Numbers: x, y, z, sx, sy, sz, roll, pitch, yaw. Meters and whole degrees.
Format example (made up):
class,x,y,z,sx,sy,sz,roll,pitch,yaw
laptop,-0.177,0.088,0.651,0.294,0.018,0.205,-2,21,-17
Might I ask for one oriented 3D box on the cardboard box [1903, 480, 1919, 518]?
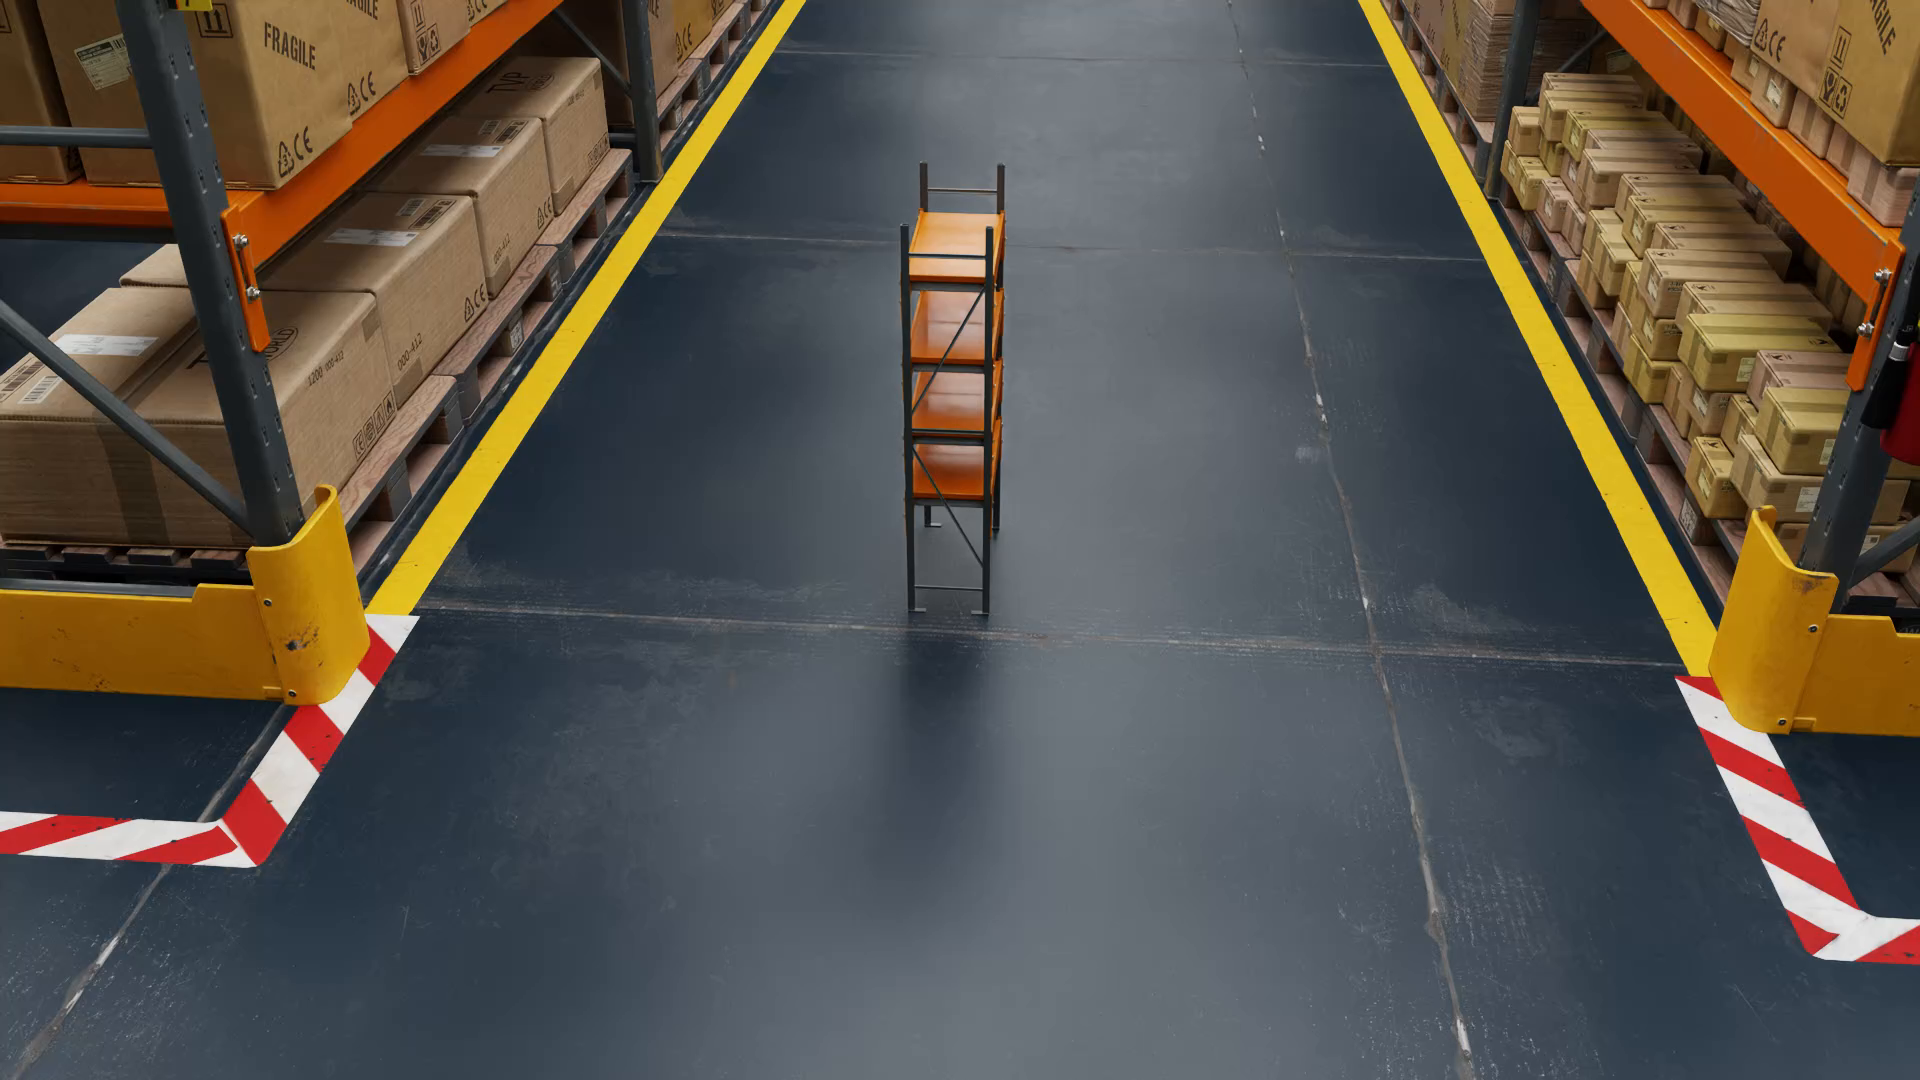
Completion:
class,x,y,z,sx,sy,sz,roll,pitch,yaw
cardboard box,2.967,-0.158,4.964,0.380,0.149,0.250,2,32,4

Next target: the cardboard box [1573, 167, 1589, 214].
class,x,y,z,sx,sy,sz,roll,pitch,yaw
cardboard box,2.703,-1.393,6.685,0.380,0.149,0.250,1,32,1

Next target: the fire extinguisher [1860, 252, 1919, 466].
class,x,y,z,sx,sy,sz,roll,pitch,yaw
fire extinguisher,2.185,-0.488,3.612,0.296,0.674,0.183,2,32,4

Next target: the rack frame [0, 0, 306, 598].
class,x,y,z,sx,sy,sz,roll,pitch,yaw
rack frame,-2.276,-0.950,3.933,1.000,3.000,0.127,2,32,4

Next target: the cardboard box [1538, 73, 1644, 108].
class,x,y,z,sx,sy,sz,roll,pitch,yaw
cardboard box,2.757,-1.930,7.273,0.380,0.149,0.250,4,32,6

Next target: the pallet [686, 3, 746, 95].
class,x,y,z,sx,sy,sz,roll,pitch,yaw
pallet,-1.866,-2.901,9.756,1.003,0.211,1.213,2,32,4

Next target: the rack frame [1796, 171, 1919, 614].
class,x,y,z,sx,sy,sz,roll,pitch,yaw
rack frame,2.665,-0.792,3.676,1.000,3.000,0.127,2,32,4

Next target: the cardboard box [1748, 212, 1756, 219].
class,x,y,z,sx,sy,sz,roll,pitch,yaw
cardboard box,3.107,-1.114,6.232,0.380,0.149,0.250,1,32,2

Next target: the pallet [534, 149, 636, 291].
class,x,y,z,sx,sy,sz,roll,pitch,yaw
pallet,-2.091,-1.461,7.419,1.003,0.211,1.213,2,32,4

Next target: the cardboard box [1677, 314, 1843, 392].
class,x,y,z,sx,sy,sz,roll,pitch,yaw
cardboard box,2.428,-0.568,5.062,0.380,0.149,0.250,2,32,3

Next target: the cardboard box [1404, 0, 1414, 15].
class,x,y,z,sx,sy,sz,roll,pitch,yaw
cardboard box,2.967,-3.468,10.000,0.500,0.500,0.500,3,32,5

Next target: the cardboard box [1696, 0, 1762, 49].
class,x,y,z,sx,sy,sz,roll,pitch,yaw
cardboard box,2.524,-1.742,4.838,0.500,0.500,0.500,3,32,4

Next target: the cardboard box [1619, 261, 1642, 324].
class,x,y,z,sx,sy,sz,roll,pitch,yaw
cardboard box,2.533,-0.848,5.801,0.380,0.149,0.250,4,32,6

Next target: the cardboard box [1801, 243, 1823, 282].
class,x,y,z,sx,sy,sz,roll,pitch,yaw
cardboard box,3.134,-0.959,5.696,0.380,0.149,0.250,3,32,5

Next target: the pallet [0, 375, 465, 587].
class,x,y,z,sx,sy,sz,roll,pitch,yaw
pallet,-2.289,-0.185,5.349,1.003,0.211,1.213,2,32,4

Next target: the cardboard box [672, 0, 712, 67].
class,x,y,z,sx,sy,sz,roll,pitch,yaw
cardboard box,-1.914,-3.116,9.073,0.875,0.875,0.875,3,32,5

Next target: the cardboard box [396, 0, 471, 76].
class,x,y,z,sx,sy,sz,roll,pitch,yaw
cardboard box,-1.878,-1.763,5.156,0.500,0.500,0.500,2,32,4

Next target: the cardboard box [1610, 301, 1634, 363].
class,x,y,z,sx,sy,sz,roll,pitch,yaw
cardboard box,2.535,-0.722,5.880,0.380,0.149,0.250,3,32,5

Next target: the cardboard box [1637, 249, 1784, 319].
class,x,y,z,sx,sy,sz,roll,pitch,yaw
cardboard box,2.479,-0.843,5.509,0.380,0.149,0.250,4,32,6

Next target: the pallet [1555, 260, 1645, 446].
class,x,y,z,sx,sy,sz,roll,pitch,yaw
pallet,2.875,-0.704,6.191,1.003,0.211,1.213,2,32,4

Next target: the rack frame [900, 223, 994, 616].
class,x,y,z,sx,sy,sz,roll,pitch,yaw
rack frame,-0.033,-0.297,4.588,0.240,1.200,0.015,2,32,4

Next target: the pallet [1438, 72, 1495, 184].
class,x,y,z,sx,sy,sz,roll,pitch,yaw
pallet,3.053,-2.103,8.462,1.003,0.211,1.213,2,32,4

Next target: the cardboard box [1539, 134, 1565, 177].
class,x,y,z,sx,sy,sz,roll,pitch,yaw
cardboard box,2.711,-1.663,7.123,0.380,0.149,0.250,3,32,4

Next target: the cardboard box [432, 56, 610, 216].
class,x,y,z,sx,sy,sz,roll,pitch,yaw
cardboard box,-2.109,-1.806,7.364,0.875,0.438,0.875,2,32,3

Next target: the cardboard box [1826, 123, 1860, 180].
class,x,y,z,sx,sy,sz,roll,pitch,yaw
cardboard box,2.468,-0.996,4.246,0.380,0.149,0.250,2,32,4

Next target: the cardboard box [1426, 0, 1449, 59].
class,x,y,z,sx,sy,sz,roll,pitch,yaw
cardboard box,2.888,-2.932,9.131,0.500,0.500,0.500,2,32,3

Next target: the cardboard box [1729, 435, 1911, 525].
class,x,y,z,sx,sy,sz,roll,pitch,yaw
cardboard box,2.424,-0.172,4.703,0.380,0.149,0.250,2,32,3

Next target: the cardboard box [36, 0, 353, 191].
class,x,y,z,sx,sy,sz,roll,pitch,yaw
cardboard box,-1.951,-1.232,4.294,0.500,0.500,0.500,2,32,4

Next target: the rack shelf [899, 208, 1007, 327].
class,x,y,z,sx,sy,sz,roll,pitch,yaw
rack shelf,-0.013,-0.759,4.589,0.258,0.148,0.480,2,32,4

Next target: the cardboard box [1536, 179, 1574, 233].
class,x,y,z,sx,sy,sz,roll,pitch,yaw
cardboard box,2.651,-1.400,6.980,0.380,0.149,0.250,2,32,4

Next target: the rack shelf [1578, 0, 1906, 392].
class,x,y,z,sx,sy,sz,roll,pitch,yaw
rack shelf,2.828,-1.531,5.561,1.077,0.370,4.000,2,32,4

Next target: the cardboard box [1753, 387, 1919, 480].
class,x,y,z,sx,sy,sz,roll,pitch,yaw
cardboard box,2.456,-0.298,4.624,0.380,0.149,0.250,3,32,5

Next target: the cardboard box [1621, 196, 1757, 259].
class,x,y,z,sx,sy,sz,roll,pitch,yaw
cardboard box,2.604,-1.114,5.949,0.380,0.149,0.250,3,32,4

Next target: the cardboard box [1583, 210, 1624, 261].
class,x,y,z,sx,sy,sz,roll,pitch,yaw
cardboard box,2.573,-1.121,6.243,0.380,0.149,0.250,2,32,4

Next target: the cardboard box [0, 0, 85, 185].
class,x,y,z,sx,sy,sz,roll,pitch,yaw
cardboard box,-2.501,-1.256,4.334,0.500,0.500,0.500,3,32,4

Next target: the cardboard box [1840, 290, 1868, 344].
class,x,y,z,sx,sy,sz,roll,pitch,yaw
cardboard box,3.035,-0.678,5.242,0.380,0.149,0.250,1,32,2

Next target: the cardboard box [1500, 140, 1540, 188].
class,x,y,z,sx,sy,sz,roll,pitch,yaw
cardboard box,2.641,-1.672,7.421,0.380,0.149,0.250,1,32,2

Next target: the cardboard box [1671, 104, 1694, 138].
class,x,y,z,sx,sy,sz,roll,pitch,yaw
cardboard box,3.240,-1.769,7.012,0.380,0.149,0.250,3,32,5

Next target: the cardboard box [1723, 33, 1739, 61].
class,x,y,z,sx,sy,sz,roll,pitch,yaw
cardboard box,2.603,-1.537,5.125,0.380,0.149,0.250,1,32,2

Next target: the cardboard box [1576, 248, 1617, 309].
class,x,y,z,sx,sy,sz,roll,pitch,yaw
cardboard box,2.576,-0.992,6.317,0.380,0.149,0.250,2,32,3

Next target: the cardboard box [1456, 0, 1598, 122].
class,x,y,z,sx,sy,sz,roll,pitch,yaw
cardboard box,2.800,-2.396,8.261,0.500,0.500,0.500,2,32,3

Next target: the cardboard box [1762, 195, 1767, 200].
class,x,y,z,sx,sy,sz,roll,pitch,yaw
cardboard box,3.189,-1.219,6.120,0.380,0.149,0.250,1,32,2

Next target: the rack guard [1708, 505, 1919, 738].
class,x,y,z,sx,sy,sz,roll,pitch,yaw
rack guard,2.672,0.233,4.396,1.175,0.500,0.348,2,32,4

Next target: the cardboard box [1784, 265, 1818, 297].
class,x,y,z,sx,sy,sz,roll,pitch,yaw
cardboard box,3.011,-0.835,5.779,0.380,0.149,0.250,4,32,7

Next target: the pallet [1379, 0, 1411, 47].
class,x,y,z,sx,sy,sz,roll,pitch,yaw
pallet,3.252,-3.379,10.532,1.003,0.211,1.213,2,32,4

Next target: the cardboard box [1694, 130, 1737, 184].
class,x,y,z,sx,sy,sz,roll,pitch,yaw
cardboard box,3.128,-1.506,6.585,0.380,0.149,0.250,3,32,6

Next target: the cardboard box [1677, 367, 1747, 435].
class,x,y,z,sx,sy,sz,roll,pitch,yaw
cardboard box,2.464,-0.443,5.144,0.380,0.149,0.250,1,32,2

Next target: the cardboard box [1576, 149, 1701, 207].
class,x,y,z,sx,sy,sz,roll,pitch,yaw
cardboard box,2.603,-1.388,6.393,0.380,0.149,0.250,3,32,5

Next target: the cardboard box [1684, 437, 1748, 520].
class,x,y,z,sx,sy,sz,roll,pitch,yaw
cardboard box,2.420,-0.180,5.000,0.380,0.149,0.250,3,32,5

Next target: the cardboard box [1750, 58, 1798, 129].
class,x,y,z,sx,sy,sz,roll,pitch,yaw
cardboard box,2.471,-1.262,4.678,0.380,0.149,0.250,3,32,5

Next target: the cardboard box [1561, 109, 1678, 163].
class,x,y,z,sx,sy,sz,roll,pitch,yaw
cardboard box,2.704,-1.655,6.826,0.380,0.149,0.250,2,32,3

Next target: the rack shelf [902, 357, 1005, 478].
class,x,y,z,sx,sy,sz,roll,pitch,yaw
rack shelf,-0.013,-0.367,4.830,0.258,0.148,0.480,2,32,4

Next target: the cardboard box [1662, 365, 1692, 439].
class,x,y,z,sx,sy,sz,roll,pitch,yaw
cardboard box,2.535,-0.444,5.428,0.380,0.149,0.250,3,32,4

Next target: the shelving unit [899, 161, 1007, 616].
class,x,y,z,sx,sy,sz,roll,pitch,yaw
shelving unit,-0.013,-0.424,4.795,0.258,1.200,0.503,2,32,4

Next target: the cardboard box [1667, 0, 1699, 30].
class,x,y,z,sx,sy,sz,roll,pitch,yaw
cardboard box,2.607,-1.809,5.566,0.380,0.149,0.250,4,32,6

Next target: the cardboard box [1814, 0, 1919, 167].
class,x,y,z,sx,sy,sz,roll,pitch,yaw
cardboard box,2.445,-1.207,3.971,0.500,0.500,0.500,3,32,5

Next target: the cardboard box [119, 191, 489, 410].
class,x,y,z,sx,sy,sz,roll,pitch,yaw
cardboard box,-2.256,-0.867,5.839,0.875,0.438,0.875,3,32,5
